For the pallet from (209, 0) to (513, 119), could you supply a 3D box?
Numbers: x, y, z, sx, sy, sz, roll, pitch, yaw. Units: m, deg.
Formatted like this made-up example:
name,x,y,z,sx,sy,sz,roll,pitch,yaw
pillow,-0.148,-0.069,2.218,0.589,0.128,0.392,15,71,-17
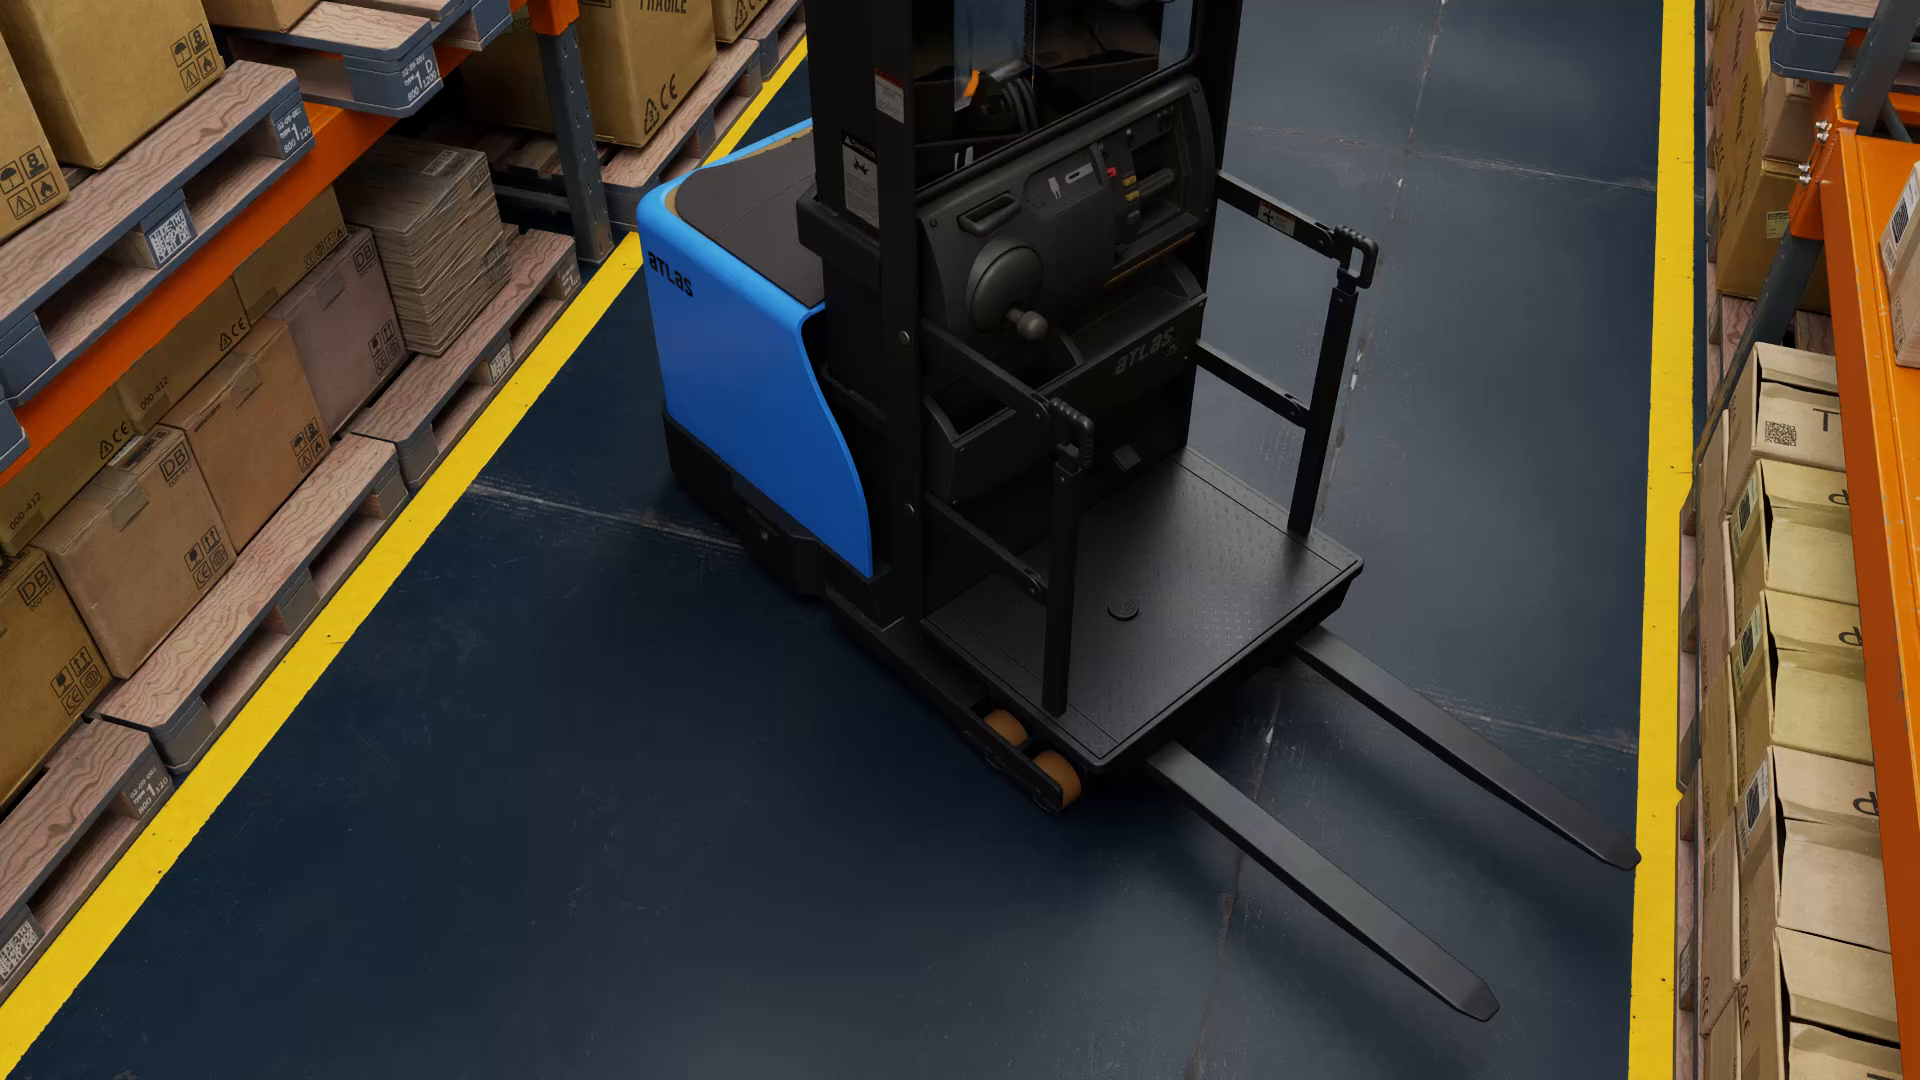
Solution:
name,x,y,z,sx,sy,sz,roll,pitch,yaw
pallet,-1.937,-1.690,4.970,1.213,0.211,1.003,13,46,13

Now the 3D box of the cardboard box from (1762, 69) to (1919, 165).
name,x,y,z,sx,sy,sz,roll,pitch,yaw
cardboard box,2.972,-1.453,5.527,0.500,0.250,0.500,14,46,14

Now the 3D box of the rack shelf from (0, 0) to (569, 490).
name,x,y,z,sx,sy,sz,roll,pitch,yaw
rack shelf,-2.428,-0.666,4.300,1.077,0.370,4.000,13,46,13

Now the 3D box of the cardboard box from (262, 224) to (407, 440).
name,x,y,z,sx,sy,sz,roll,pitch,yaw
cardboard box,-2.258,-0.711,5.304,0.700,0.500,0.500,12,46,12

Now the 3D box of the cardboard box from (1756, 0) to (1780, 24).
name,x,y,z,sx,sy,sz,roll,pitch,yaw
cardboard box,3.278,-2.136,6.225,0.500,0.250,0.500,12,46,12

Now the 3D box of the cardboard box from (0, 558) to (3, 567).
name,x,y,z,sx,sy,sz,roll,pitch,yaw
cardboard box,-2.697,0.090,3.950,0.500,0.250,0.500,12,46,12

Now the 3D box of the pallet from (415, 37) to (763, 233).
name,x,y,z,sx,sy,sz,roll,pitch,yaw
pallet,-1.512,-1.769,6.907,1.003,0.211,1.213,13,46,13

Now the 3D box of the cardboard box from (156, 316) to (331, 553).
name,x,y,z,sx,sy,sz,roll,pitch,yaw
cardboard box,-2.381,-0.373,4.960,0.700,0.500,0.500,12,46,12

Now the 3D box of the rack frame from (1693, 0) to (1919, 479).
name,x,y,z,sx,sy,sz,roll,pitch,yaw
rack frame,2.900,-1.210,4.342,1.000,3.000,0.127,13,46,13

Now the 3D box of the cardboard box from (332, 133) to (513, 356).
name,x,y,z,sx,sy,sz,roll,pitch,yaw
cardboard box,-1.991,-1.029,5.630,0.700,0.500,0.500,13,46,13

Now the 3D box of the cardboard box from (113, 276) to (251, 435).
name,x,y,z,sx,sy,sz,roll,pitch,yaw
cardboard box,-2.374,-0.587,4.641,0.500,0.250,0.500,12,46,12

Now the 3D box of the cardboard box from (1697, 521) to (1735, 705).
name,x,y,z,sx,sy,sz,roll,pitch,yaw
cardboard box,2.310,0.245,4.521,0.500,0.250,0.500,11,46,11

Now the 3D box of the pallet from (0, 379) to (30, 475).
name,x,y,z,sx,sy,sz,roll,pitch,yaw
pallet,-2.664,0.000,3.243,1.003,0.211,1.213,13,46,13

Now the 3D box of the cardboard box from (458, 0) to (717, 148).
name,x,y,z,sx,sy,sz,roll,pitch,yaw
cardboard box,-1.475,-2.101,6.489,0.750,0.750,0.750,12,46,12

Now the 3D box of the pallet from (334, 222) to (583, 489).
name,x,y,z,sx,sy,sz,roll,pitch,yaw
pallet,-2.060,-0.739,5.854,1.003,0.211,1.213,13,46,13

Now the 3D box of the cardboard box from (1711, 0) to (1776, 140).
name,x,y,z,sx,sy,sz,roll,pitch,yaw
cardboard box,3.269,-1.843,6.461,0.500,0.500,0.500,11,45,11

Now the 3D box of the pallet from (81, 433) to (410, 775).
name,x,y,z,sx,sy,sz,roll,pitch,yaw
pallet,-2.432,0.071,5.026,1.003,0.211,1.213,13,46,13

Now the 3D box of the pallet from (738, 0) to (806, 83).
name,x,y,z,sx,sy,sz,roll,pitch,yaw
pallet,-1.141,-2.580,7.735,1.003,0.211,1.213,13,46,13

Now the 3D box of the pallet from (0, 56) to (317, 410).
name,x,y,z,sx,sy,sz,roll,pitch,yaw
pallet,-2.383,-0.860,4.121,1.003,0.211,1.213,13,46,13

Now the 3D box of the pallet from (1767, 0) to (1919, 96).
name,x,y,z,sx,sy,sz,roll,pitch,yaw
pallet,3.038,-1.608,4.886,1.213,0.211,1.003,13,46,13

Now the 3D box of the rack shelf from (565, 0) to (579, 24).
name,x,y,z,sx,sy,sz,roll,pitch,yaw
rack shelf,-1.217,-3.332,7.025,1.077,0.370,4.000,13,46,13

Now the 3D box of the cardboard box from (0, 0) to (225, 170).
name,x,y,z,sx,sy,sz,roll,pitch,yaw
cardboard box,-2.311,-1.299,4.047,0.700,0.500,0.500,13,46,13

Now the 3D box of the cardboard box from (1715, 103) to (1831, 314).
name,x,y,z,sx,sy,sz,roll,pitch,yaw
cardboard box,2.959,-1.147,5.750,0.500,0.500,0.500,14,46,14

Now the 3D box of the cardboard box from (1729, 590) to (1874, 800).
name,x,y,z,sx,sy,sz,roll,pitch,yaw
cardboard box,2.154,0.401,3.960,0.500,0.311,0.500,11,46,11

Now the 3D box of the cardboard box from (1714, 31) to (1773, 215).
name,x,y,z,sx,sy,sz,roll,pitch,yaw
cardboard box,3.116,-1.492,6.102,0.500,0.500,0.500,11,45,11

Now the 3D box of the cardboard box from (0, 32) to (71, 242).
name,x,y,z,sx,sy,sz,roll,pitch,yaw
cardboard box,-2.501,-0.932,3.671,0.700,0.500,0.500,19,47,18

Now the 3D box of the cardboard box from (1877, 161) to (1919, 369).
name,x,y,z,sx,sy,sz,roll,pitch,yaw
cardboard box,2.444,-0.623,3.805,0.500,0.311,0.500,12,46,12

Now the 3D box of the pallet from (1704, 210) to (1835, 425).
name,x,y,z,sx,sy,sz,roll,pitch,yaw
pallet,3.162,-0.703,5.817,1.003,0.211,1.213,13,46,13

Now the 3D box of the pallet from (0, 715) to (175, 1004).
name,x,y,z,sx,sy,sz,roll,pitch,yaw
pallet,-2.799,0.887,4.192,1.003,0.211,1.213,13,46,13

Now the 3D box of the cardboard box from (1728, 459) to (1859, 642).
name,x,y,z,sx,sy,sz,roll,pitch,yaw
cardboard box,2.310,0.061,4.307,0.500,0.311,0.500,11,46,12

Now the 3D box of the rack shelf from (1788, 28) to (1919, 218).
name,x,y,z,sx,sy,sz,roll,pitch,yaw
rack shelf,3.505,-2.286,5.955,1.077,0.370,4.000,13,46,13

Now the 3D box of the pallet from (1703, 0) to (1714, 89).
name,x,y,z,sx,sy,sz,roll,pitch,yaw
pallet,3.901,-2.329,7.479,1.003,0.211,1.213,13,46,13

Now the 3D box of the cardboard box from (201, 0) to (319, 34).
name,x,y,z,sx,sy,sz,roll,pitch,yaw
cardboard box,-2.099,-1.756,4.513,0.700,0.500,0.500,9,45,9

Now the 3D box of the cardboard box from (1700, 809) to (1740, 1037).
name,x,y,z,sx,sy,sz,roll,pitch,yaw
cardboard box,2.003,0.935,3.816,0.500,0.250,0.500,13,46,13

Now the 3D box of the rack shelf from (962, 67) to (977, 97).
name,x,y,z,sx,sy,sz,roll,pitch,yaw
rack shelf,0.102,-1.419,5.387,0.180,0.103,0.258,6,45,9

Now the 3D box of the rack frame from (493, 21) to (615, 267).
name,x,y,z,sx,sy,sz,roll,pitch,yaw
rack frame,-1.822,-2.256,5.411,1.000,3.000,0.127,13,46,13

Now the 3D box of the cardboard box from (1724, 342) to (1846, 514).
name,x,y,z,sx,sy,sz,roll,pitch,yaw
cardboard box,2.461,-0.291,4.667,0.500,0.311,0.500,14,46,14

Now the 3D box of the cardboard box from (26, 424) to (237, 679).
name,x,y,z,sx,sy,sz,roll,pitch,yaw
cardboard box,-2.525,-0.035,4.614,0.700,0.500,0.500,13,46,13

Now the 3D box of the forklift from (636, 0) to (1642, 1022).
name,x,y,z,sx,sy,sz,roll,pitch,yaw
forklift,0.426,-0.723,3.893,1.130,2.935,3.031,-33,53,-29

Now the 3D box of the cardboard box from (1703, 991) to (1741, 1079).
name,x,y,z,sx,sy,sz,roll,pitch,yaw
cardboard box,1.847,1.273,3.470,0.500,0.250,0.500,13,46,13

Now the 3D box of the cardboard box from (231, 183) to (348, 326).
name,x,y,z,sx,sy,sz,roll,pitch,yaw
cardboard box,-2.223,-0.931,4.993,0.500,0.250,0.500,13,46,13

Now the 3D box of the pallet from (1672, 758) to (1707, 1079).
name,x,y,z,sx,sy,sz,roll,pitch,yaw
pallet,2.242,1.138,3.936,1.003,0.211,1.213,13,46,13

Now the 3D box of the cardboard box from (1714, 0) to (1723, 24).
name,x,y,z,sx,sy,sz,roll,pitch,yaw
cardboard box,3.581,-2.511,7.144,0.500,0.500,0.500,13,46,13

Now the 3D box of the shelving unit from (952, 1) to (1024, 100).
name,x,y,z,sx,sy,sz,roll,pitch,yaw
shelving unit,0.114,-1.192,5.606,0.189,1.200,0.258,6,45,9

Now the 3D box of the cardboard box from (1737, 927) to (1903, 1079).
name,x,y,z,sx,sy,sz,roll,pitch,yaw
cardboard box,1.843,1.078,3.269,0.500,0.311,0.500,12,46,12

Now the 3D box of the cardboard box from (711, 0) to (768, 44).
name,x,y,z,sx,sy,sz,roll,pitch,yaw
cardboard box,-1.203,-2.683,7.084,0.750,0.750,0.750,12,46,12

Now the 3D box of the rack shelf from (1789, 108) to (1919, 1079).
name,x,y,z,sx,sy,sz,roll,pitch,yaw
rack shelf,2.294,0.381,3.231,1.077,0.370,4.000,13,46,13

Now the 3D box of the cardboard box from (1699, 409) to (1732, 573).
name,x,y,z,sx,sy,sz,roll,pitch,yaw
cardboard box,2.461,-0.090,4.863,0.500,0.250,0.500,12,46,12

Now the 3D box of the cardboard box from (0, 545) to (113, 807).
name,x,y,z,sx,sy,sz,roll,pitch,yaw
cardboard box,-2.718,0.297,4.275,0.700,0.500,0.500,12,46,12

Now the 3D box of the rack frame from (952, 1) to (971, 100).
name,x,y,z,sx,sy,sz,roll,pitch,yaw
rack frame,0.024,-1.202,5.620,0.006,1.200,0.240,6,45,9

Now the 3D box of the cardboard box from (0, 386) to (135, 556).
name,x,y,z,sx,sy,sz,roll,pitch,yaw
cardboard box,-2.543,-0.258,4.306,0.500,0.250,0.500,11,46,11

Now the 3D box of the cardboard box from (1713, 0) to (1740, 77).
name,x,y,z,sx,sy,sz,roll,pitch,yaw
cardboard box,3.423,-2.180,6.805,0.500,0.500,0.500,13,46,13

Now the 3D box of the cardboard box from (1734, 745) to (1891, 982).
name,x,y,z,sx,sy,sz,roll,pitch,yaw
cardboard box,1.999,0.744,3.610,0.500,0.311,0.500,12,46,12

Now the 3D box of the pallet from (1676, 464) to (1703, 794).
name,x,y,z,sx,sy,sz,roll,pitch,yaw
pallet,2.613,0.327,4.764,1.003,0.211,1.213,13,46,13

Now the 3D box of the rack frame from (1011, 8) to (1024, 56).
name,x,y,z,sx,sy,sz,roll,pitch,yaw
rack frame,0.203,-1.182,5.591,0.006,1.200,0.240,6,45,9

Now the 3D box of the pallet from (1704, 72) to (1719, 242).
name,x,y,z,sx,sy,sz,roll,pitch,yaw
pallet,3.533,-1.513,6.646,1.003,0.211,1.213,13,46,13

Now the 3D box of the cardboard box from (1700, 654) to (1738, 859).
name,x,y,z,sx,sy,sz,roll,pitch,yaw
cardboard box,2.158,0.593,4.165,0.500,0.250,0.500,11,46,11
